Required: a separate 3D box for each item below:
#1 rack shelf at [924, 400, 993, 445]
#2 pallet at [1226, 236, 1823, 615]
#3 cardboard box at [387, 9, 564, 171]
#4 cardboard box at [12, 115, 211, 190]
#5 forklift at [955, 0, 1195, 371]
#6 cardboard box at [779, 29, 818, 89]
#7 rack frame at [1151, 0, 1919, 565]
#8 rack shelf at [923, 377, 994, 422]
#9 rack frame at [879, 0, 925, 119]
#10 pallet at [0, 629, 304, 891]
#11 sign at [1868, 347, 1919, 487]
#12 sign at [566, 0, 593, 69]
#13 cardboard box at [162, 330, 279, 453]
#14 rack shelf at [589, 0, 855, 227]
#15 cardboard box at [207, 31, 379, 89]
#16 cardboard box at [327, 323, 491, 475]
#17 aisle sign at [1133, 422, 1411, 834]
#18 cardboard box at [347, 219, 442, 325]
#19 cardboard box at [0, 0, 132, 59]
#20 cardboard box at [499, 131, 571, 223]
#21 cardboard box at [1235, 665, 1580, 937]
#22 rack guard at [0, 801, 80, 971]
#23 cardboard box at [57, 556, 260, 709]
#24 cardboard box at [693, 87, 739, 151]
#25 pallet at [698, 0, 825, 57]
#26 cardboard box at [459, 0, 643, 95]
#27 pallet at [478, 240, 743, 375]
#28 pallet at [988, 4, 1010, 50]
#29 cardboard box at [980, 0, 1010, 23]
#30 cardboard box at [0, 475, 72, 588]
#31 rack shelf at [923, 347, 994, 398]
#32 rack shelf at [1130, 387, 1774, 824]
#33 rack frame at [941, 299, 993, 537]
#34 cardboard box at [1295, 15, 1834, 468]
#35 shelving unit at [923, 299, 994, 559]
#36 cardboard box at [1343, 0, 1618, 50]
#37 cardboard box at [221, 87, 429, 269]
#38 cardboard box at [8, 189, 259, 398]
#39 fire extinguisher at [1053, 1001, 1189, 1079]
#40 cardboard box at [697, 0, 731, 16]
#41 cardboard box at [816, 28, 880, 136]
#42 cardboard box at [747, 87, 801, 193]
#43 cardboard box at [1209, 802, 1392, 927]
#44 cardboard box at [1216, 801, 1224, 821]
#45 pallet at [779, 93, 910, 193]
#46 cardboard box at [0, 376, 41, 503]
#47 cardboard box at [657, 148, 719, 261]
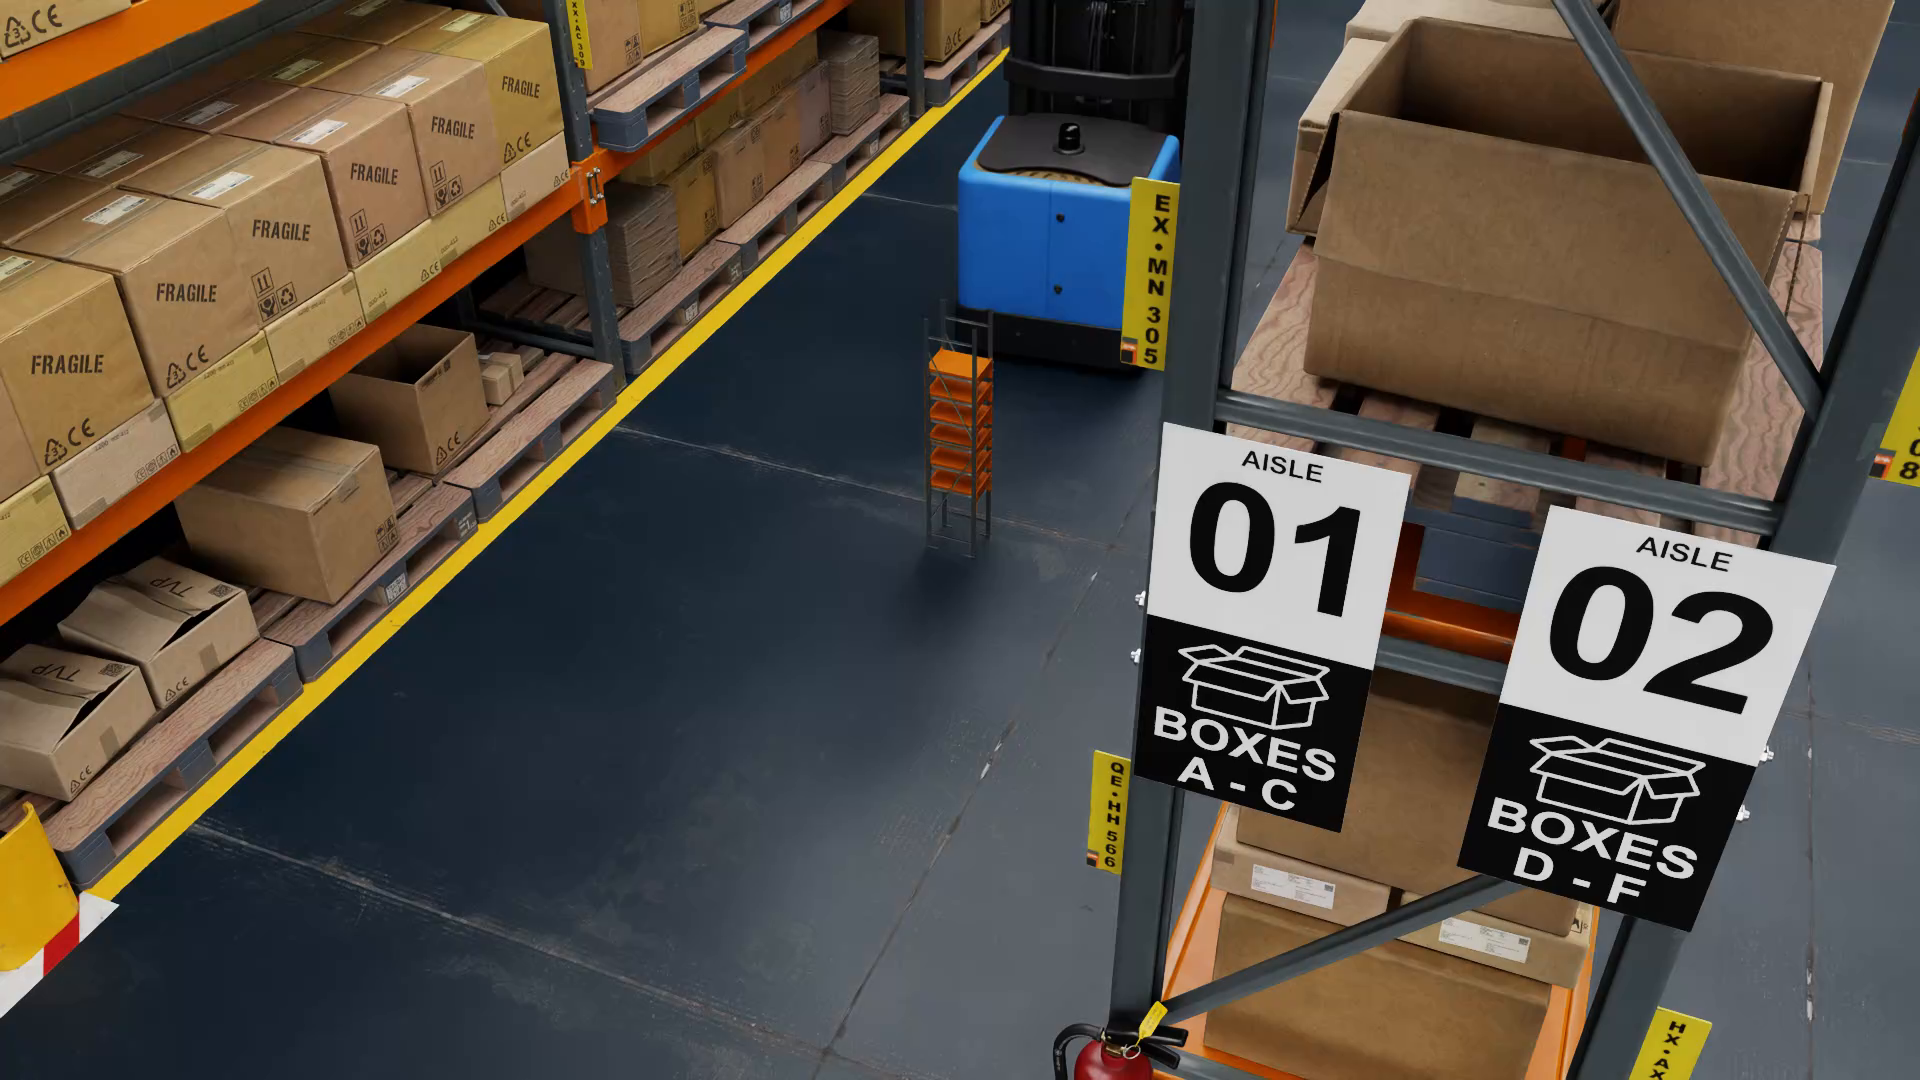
[{"bbox_3d":[-0.006,-0.533,7.335,0.258,0.103,0.180,14,39,18],"label":"rack shelf"},{"bbox_3d":[1.099,-0.308,3.225,1.003,0.211,1.213,14,39,18],"label":"pallet"},{"bbox_3d":[-2.148,-2.013,7.421,0.500,0.500,0.500,14,39,18],"label":"cardboard box"},{"bbox_3d":[-3.209,-1.283,6.443,0.500,0.500,0.500,14,39,18],"label":"cardboard box"},{"bbox_3d":[0.881,-2.958,9.259,1.130,2.935,3.031,10,38,13],"label":"forklift"},{"bbox_3d":[-1.233,-3.076,10.453,0.500,0.250,0.500,15,39,19],"label":"cardboard box"},{"bbox_3d":[0.806,-1.159,1.785,1.000,3.000,0.127,14,39,18],"label":"rack frame"},{"bbox_3d":[-0.006,-0.629,7.263,0.258,0.103,0.180,14,39,18],"label":"rack shelf"},{"bbox_3d":[-0.733,-4.312,11.014,1.000,3.000,0.127,14,39,18],"label":"rack frame"},{"bbox_3d":[-3.406,0.750,6.570,1.003,0.211,1.213,14,39,18],"label":"pallet"},{"bbox_3d":[1.317,-0.210,2.224,0.100,0.325,0.005,14,39,18],"label":"sign"},{"bbox_3d":[-1.750,-2.325,7.632,0.100,0.325,0.005,14,39,18],"label":"sign"},{"bbox_3d":[-2.913,-0.600,6.156,0.500,0.250,0.500,13,39,17],"label":"cardboard box"},{"bbox_3d":[-1.494,-2.917,9.747,1.077,0.370,4.000,14,39,18],"label":"rack shelf"},{"bbox_3d":[-2.827,-1.847,7.198,0.500,0.500,0.500,14,39,17],"label":"cardboard box"},{"bbox_3d":[-2.612,-0.689,7.886,0.500,0.500,0.500,11,38,14],"label":"cardboard box"},{"bbox_3d":[0.509,0.172,2.843,0.394,0.787,0.004,14,39,18],"label":"aisle sign"},{"bbox_3d":[-2.529,-1.158,6.902,0.500,0.250,0.500,14,39,17],"label":"cardboard box"},{"bbox_3d":[-2.987,-1.838,5.098,0.500,0.500,0.500,16,40,20],"label":"cardboard box"},{"bbox_3d":[-2.154,-1.714,7.646,0.500,0.250,0.500,14,39,18],"label":"cardboard box"},{"bbox_3d":[1.016,0.399,3.543,0.700,0.500,0.500,14,39,18],"label":"cardboard box"},{"bbox_3d":[-3.748,1.076,5.892,1.175,0.500,0.348,14,39,18],"label":"rack guard"},{"bbox_3d":[-3.213,0.340,6.668,0.500,0.311,0.500,17,40,21],"label":"cardboard box"},{"bbox_3d":[-1.631,-2.518,9.707,0.500,0.250,0.500,13,39,16],"label":"cardboard box"},{"bbox_3d":[-1.448,-3.130,9.592,1.003,0.211,1.213,14,39,18],"label":"pallet"},{"bbox_3d":[-2.029,-2.588,8.256,0.700,0.500,0.500,14,39,18],"label":"cardboard box"},{"bbox_3d":[-1.960,-1.412,9.463,1.003,0.211,1.213,14,39,18],"label":"pallet"},{"bbox_3d":[0.103,-4.288,13.310,1.003,0.211,1.213,14,39,18],"label":"pallet"},{"bbox_3d":[0.008,-4.480,12.683,0.750,0.750,0.750,14,39,18],"label":"cardboard box"},{"bbox_3d":[-3.297,-0.029,5.391,0.500,0.250,0.500,13,39,16],"label":"cardboard box"},{"bbox_3d":[-0.006,-0.725,7.191,0.258,0.103,0.180,14,39,18],"label":"rack shelf"},{"bbox_3d":[1.567,-0.777,4.379,1.077,0.370,4.000,14,39,18],"label":"rack shelf"},{"bbox_3d":[0.029,-0.523,7.448,0.240,1.200,0.006,14,39,18],"label":"rack frame"},{"bbox_3d":[1.029,-0.541,2.908,0.797,0.503,0.637,17,40,21],"label":"cardboard box"},{"bbox_3d":[-0.006,-0.473,7.380,0.258,1.200,0.189,14,39,18],"label":"shelving unit"},{"bbox_3d":[1.212,-1.152,3.887,0.500,0.311,0.500,19,41,23],"label":"cardboard box"},{"bbox_3d":[-2.535,-1.459,6.679,0.500,0.500,0.500,13,39,16],"label":"cardboard box"},{"bbox_3d":[-2.917,-0.883,5.908,0.500,0.500,0.500,13,39,16],"label":"cardboard box"},{"bbox_3d":[0.331,1.234,3.658,0.296,0.674,0.183,14,39,18],"label":"fire extinguisher"},{"bbox_3d":[-1.588,-3.267,9.165,0.700,0.500,0.500,19,41,24],"label":"cardboard box"},{"bbox_3d":[-0.958,-3.076,11.081,0.700,0.500,0.500,14,39,18],"label":"cardboard box"},{"bbox_3d":[-1.425,-2.536,10.358,0.700,0.500,0.500,14,39,18],"label":"cardboard box"},{"bbox_3d":[0.775,0.689,3.698,0.380,0.149,0.250,13,39,17],"label":"cardboard box"},{"bbox_3d":[1.102,0.955,5.287,0.500,0.500,0.500,14,39,18],"label":"cardboard box"},{"bbox_3d":[-1.031,-2.763,11.270,1.003,0.211,1.213,14,39,18],"label":"pallet"},{"bbox_3d":[-3.317,-0.327,5.164,0.500,0.500,0.500,14,39,18],"label":"cardboard box"},{"bbox_3d":[-1.840,-1.981,9.616,0.700,0.500,0.500,13,39,17],"label":"cardboard box"}]
